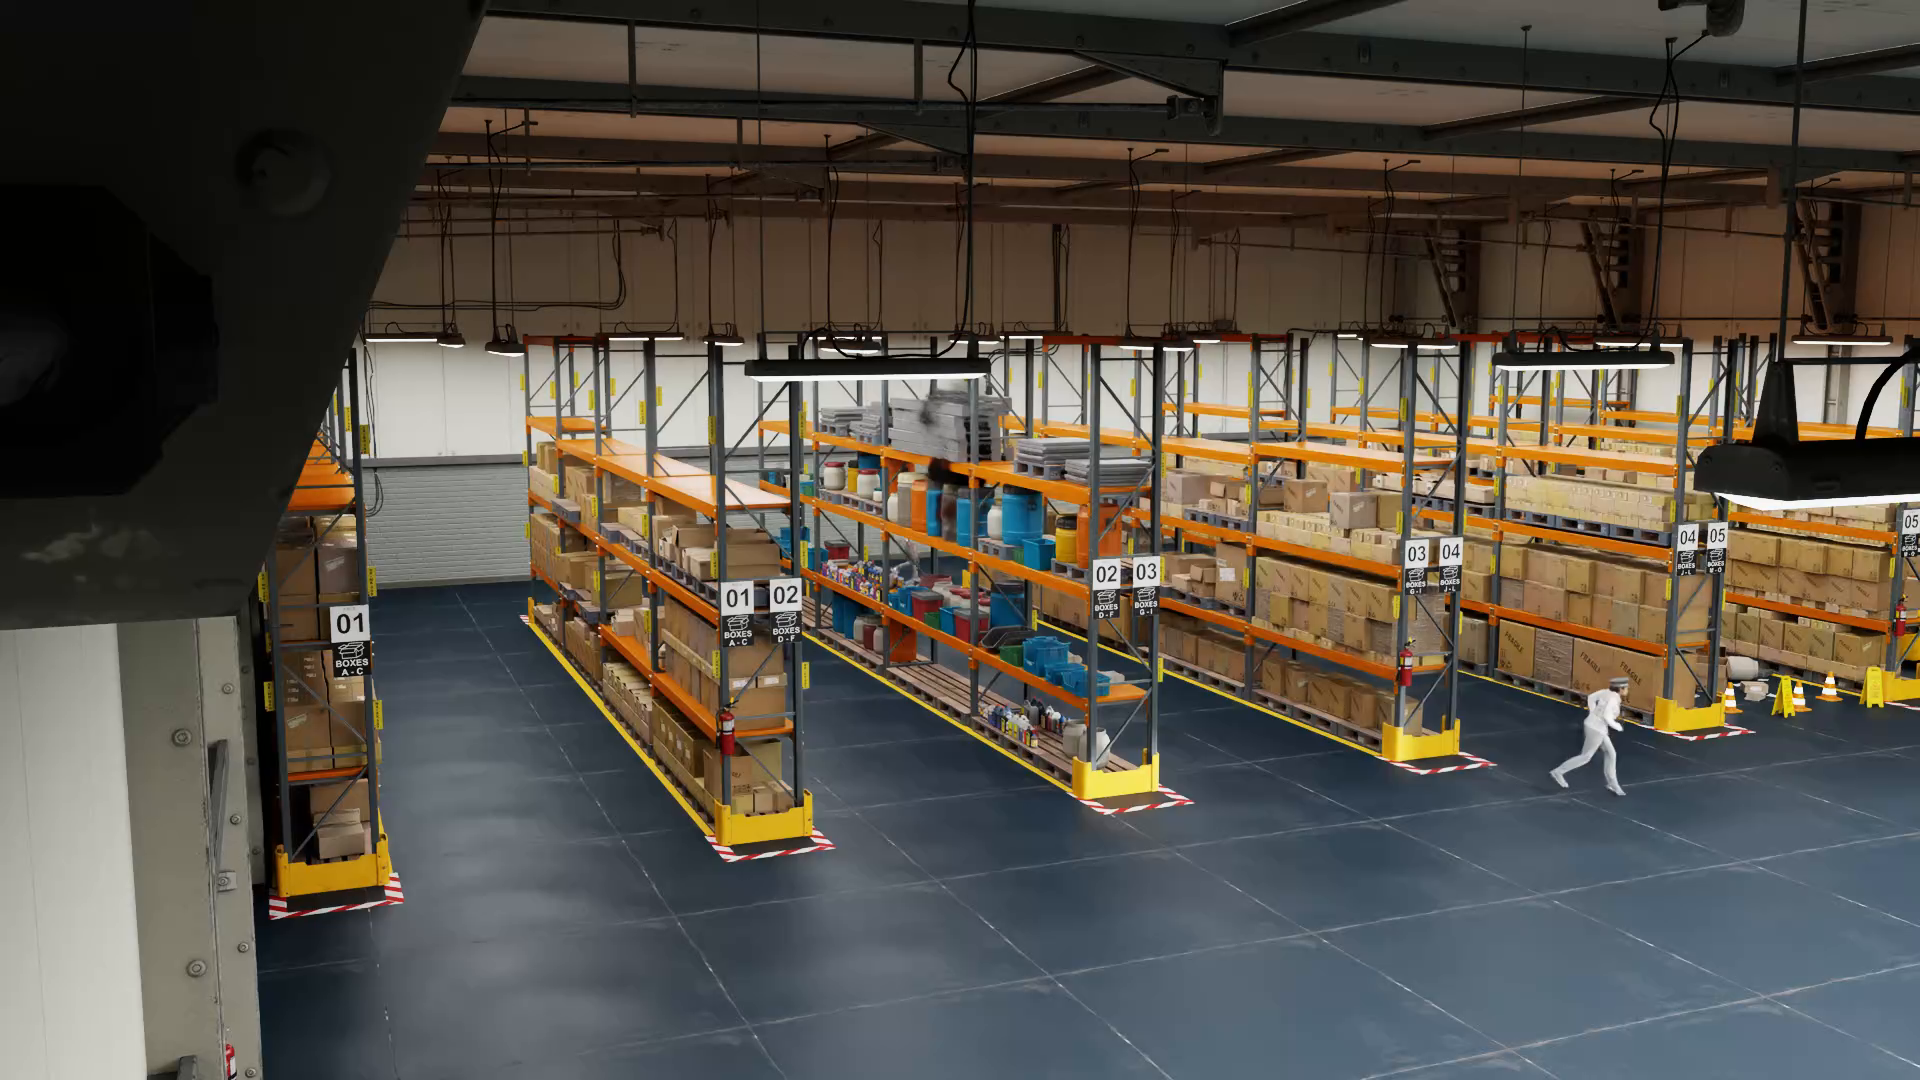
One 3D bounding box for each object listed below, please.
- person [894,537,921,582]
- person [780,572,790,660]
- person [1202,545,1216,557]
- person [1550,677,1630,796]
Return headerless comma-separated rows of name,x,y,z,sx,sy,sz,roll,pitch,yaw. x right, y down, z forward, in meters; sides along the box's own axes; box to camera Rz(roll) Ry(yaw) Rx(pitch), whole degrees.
person,-1.227,0.234,39.983,0.736,1.568,0.538,0,8,-2
person,-3.322,1.398,31.181,0.615,1.602,0.707,-3,8,-23
person,6.262,-0.055,41.616,0.681,1.779,0.644,6,10,38
person,8.425,2.616,22.234,0.983,1.628,0.655,1,8,6
